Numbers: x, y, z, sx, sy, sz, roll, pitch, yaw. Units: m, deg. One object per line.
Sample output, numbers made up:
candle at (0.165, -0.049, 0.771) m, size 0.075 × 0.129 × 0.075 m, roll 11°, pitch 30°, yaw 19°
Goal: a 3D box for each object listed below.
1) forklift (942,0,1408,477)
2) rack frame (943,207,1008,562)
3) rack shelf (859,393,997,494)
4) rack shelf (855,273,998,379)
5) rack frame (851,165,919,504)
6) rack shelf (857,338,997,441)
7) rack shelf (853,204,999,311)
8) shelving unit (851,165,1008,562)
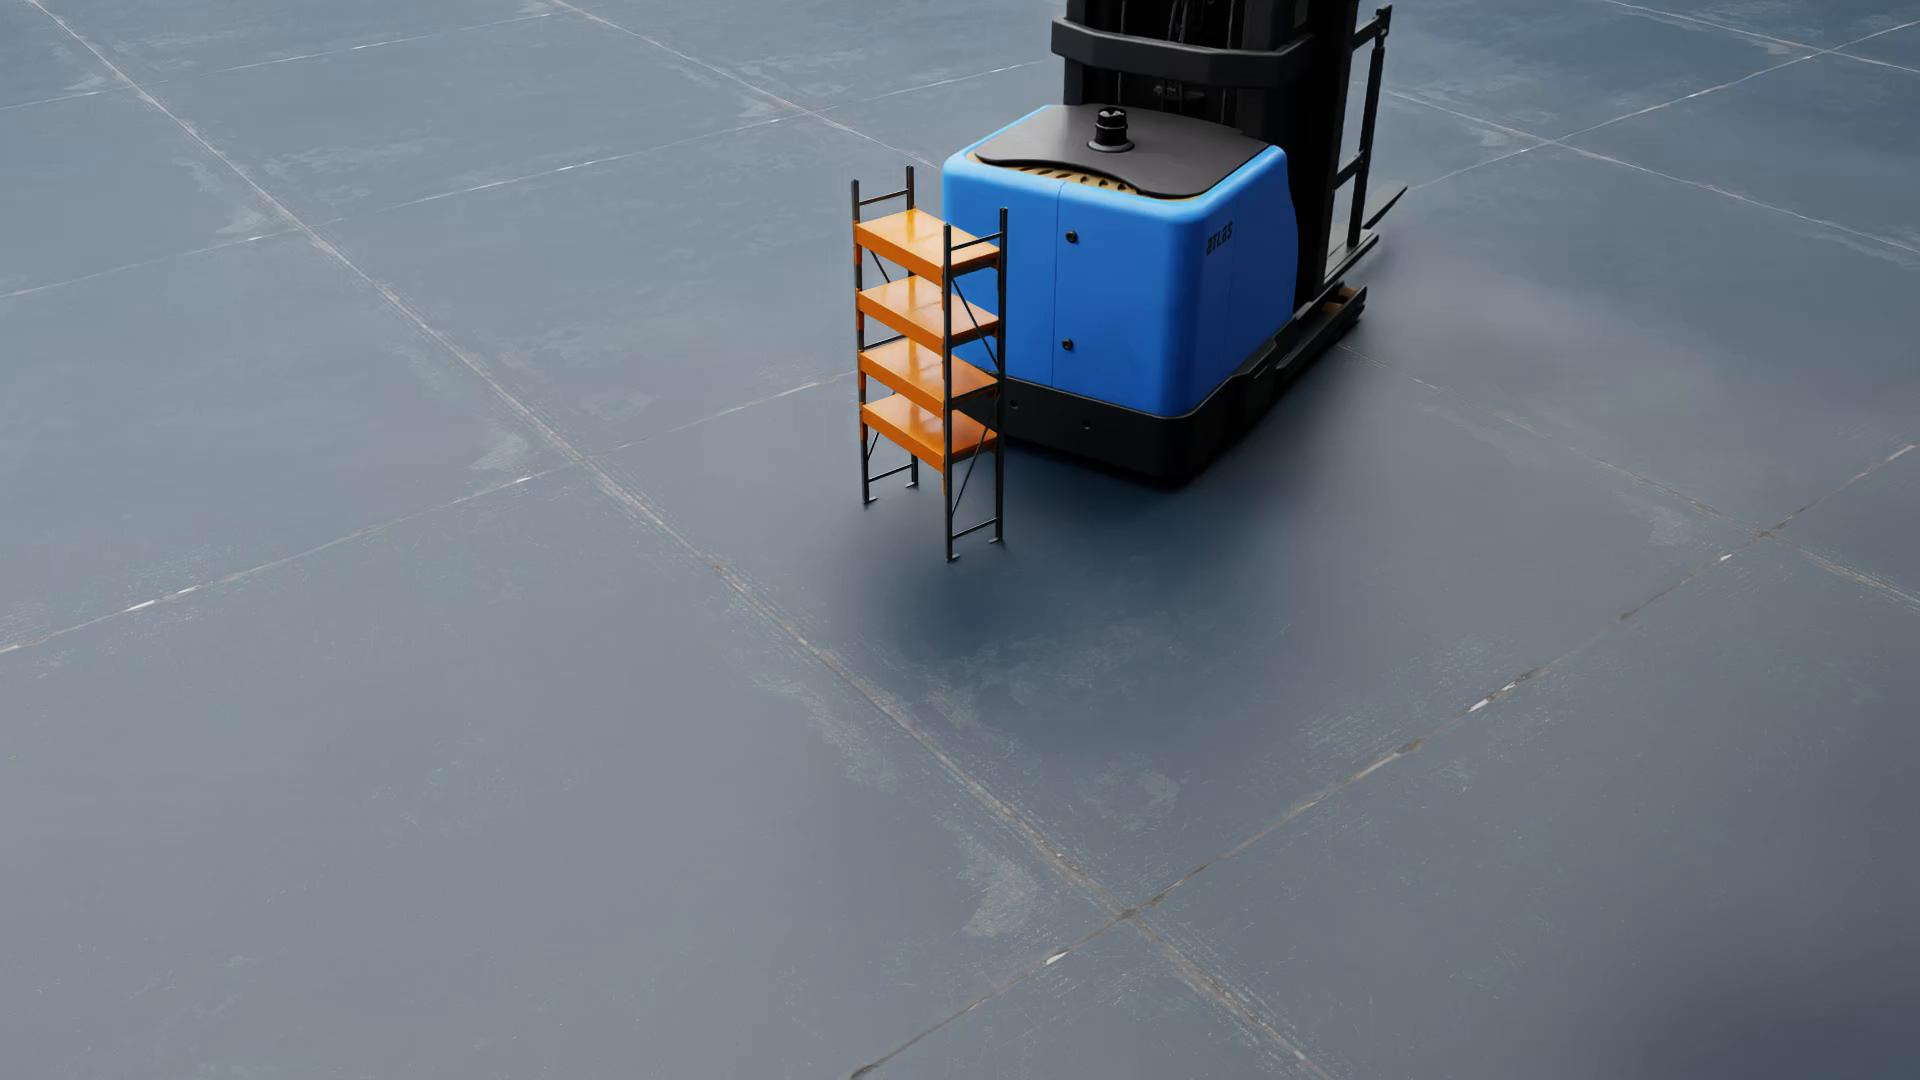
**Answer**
forklift at (1.116, -2.213, 6.535) m, size 1.130 × 2.935 × 3.031 m, roll 18°, pitch 36°, yaw 26°
rack frame at (0.048, -0.477, 5.381) m, size 0.240 × 1.200 × 0.015 m, roll -22°, pitch 38°, yaw -31°
rack shelf at (-0.102, -0.353, 5.685) m, size 0.258 × 0.148 × 0.480 m, roll -22°, pitch 38°, yaw -31°
rack shelf at (-0.101, -0.712, 5.462) m, size 0.258 × 0.148 × 0.480 m, roll -22°, pitch 38°, yaw -31°
rack frame at (-0.251, -0.680, 5.708) m, size 0.240 × 1.200 × 0.015 m, roll -22°, pitch 38°, yaw -31°
rack shelf at (-0.101, -0.522, 5.580) m, size 0.258 × 0.148 × 0.480 m, roll -22°, pitch 38°, yaw -31°
rack shelf at (-0.101, -0.912, 5.337) m, size 0.258 × 0.148 × 0.480 m, roll -22°, pitch 38°, yaw -31°
shelving unit at (-0.101, -0.579, 5.545) m, size 0.258 × 1.200 × 0.503 m, roll -22°, pitch 38°, yaw -31°
